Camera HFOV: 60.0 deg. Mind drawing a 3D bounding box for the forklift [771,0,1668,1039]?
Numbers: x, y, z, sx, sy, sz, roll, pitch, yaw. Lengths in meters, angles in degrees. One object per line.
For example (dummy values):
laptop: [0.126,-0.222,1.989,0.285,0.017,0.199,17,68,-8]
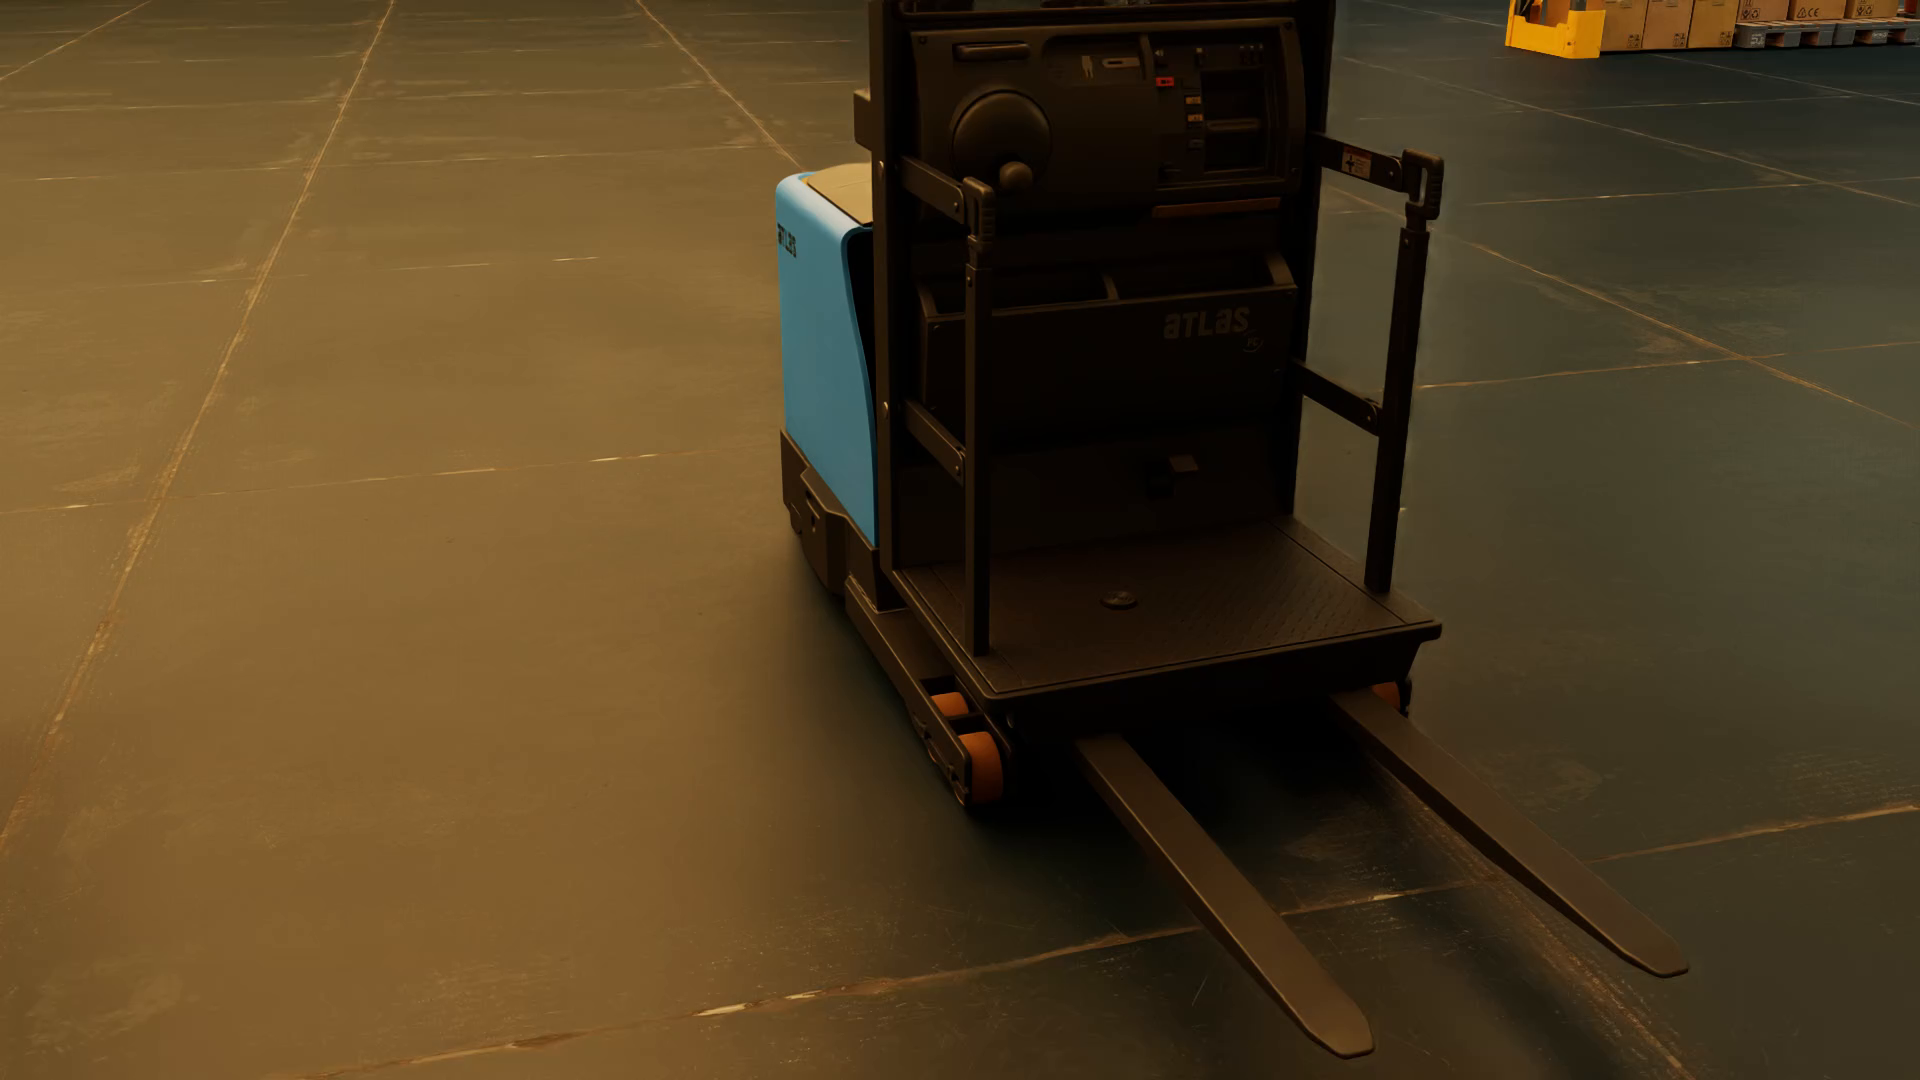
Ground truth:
forklift: [0.399,-0.958,3.562,1.130,2.935,3.031,-8,24,-18]
